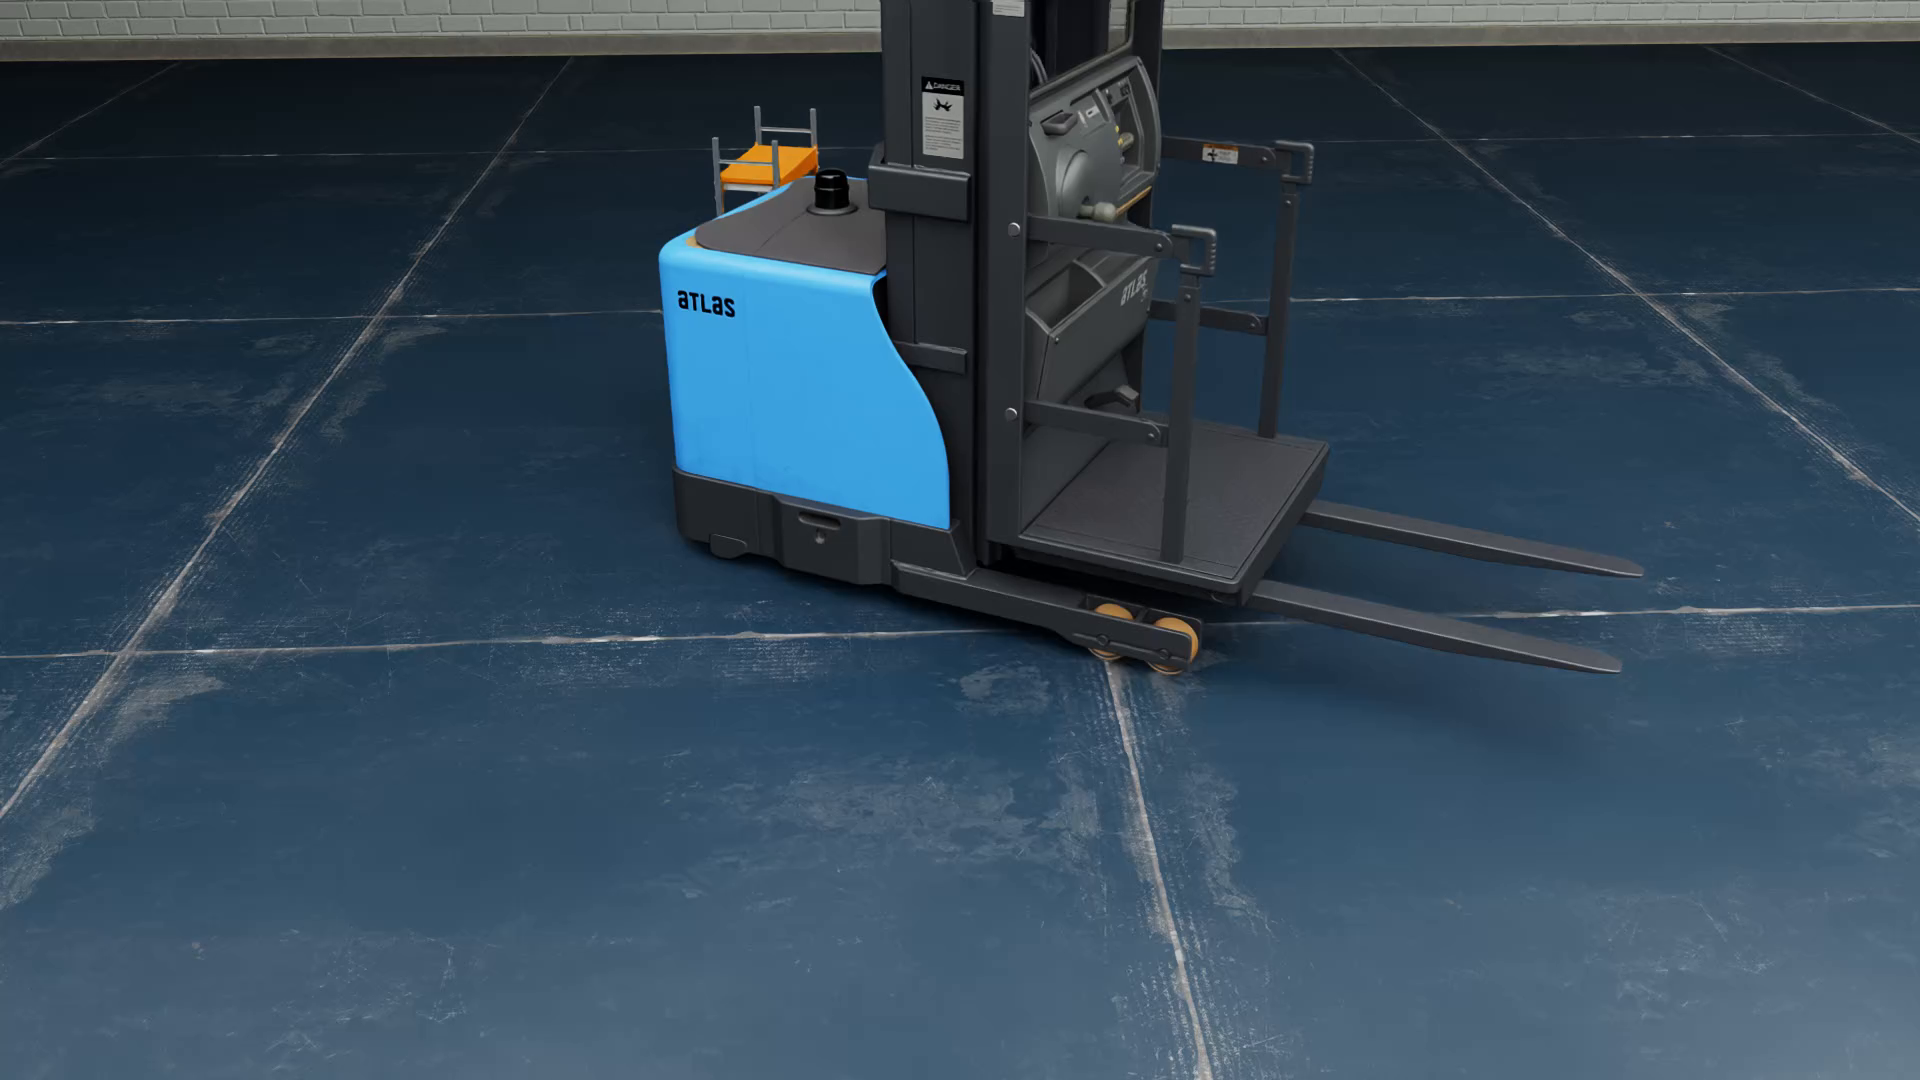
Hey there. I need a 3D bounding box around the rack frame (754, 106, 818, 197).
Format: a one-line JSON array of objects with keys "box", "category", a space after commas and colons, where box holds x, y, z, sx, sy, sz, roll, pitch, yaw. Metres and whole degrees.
[{"box": [-0.662, -1.102, 6.566, 0.240, 1.200, 0.015, 5, 28, 10], "category": "rack frame"}]

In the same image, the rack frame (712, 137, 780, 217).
[{"box": [-0.759, -0.881, 6.142, 0.240, 1.200, 0.015, 5, 28, 10], "category": "rack frame"}]

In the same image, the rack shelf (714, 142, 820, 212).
[{"box": [-0.711, -1.340, 6.172, 0.258, 0.148, 0.480, 5, 28, 10], "category": "rack shelf"}]

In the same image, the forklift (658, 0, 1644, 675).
[{"box": [0.590, -1.178, 4.838, 3.031, 2.935, 1.130, 12, 30, 22], "category": "forklift"}]

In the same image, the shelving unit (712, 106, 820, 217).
[{"box": [-0.711, -0.991, 6.354, 0.258, 1.200, 0.503, 5, 28, 10], "category": "shelving unit"}]
